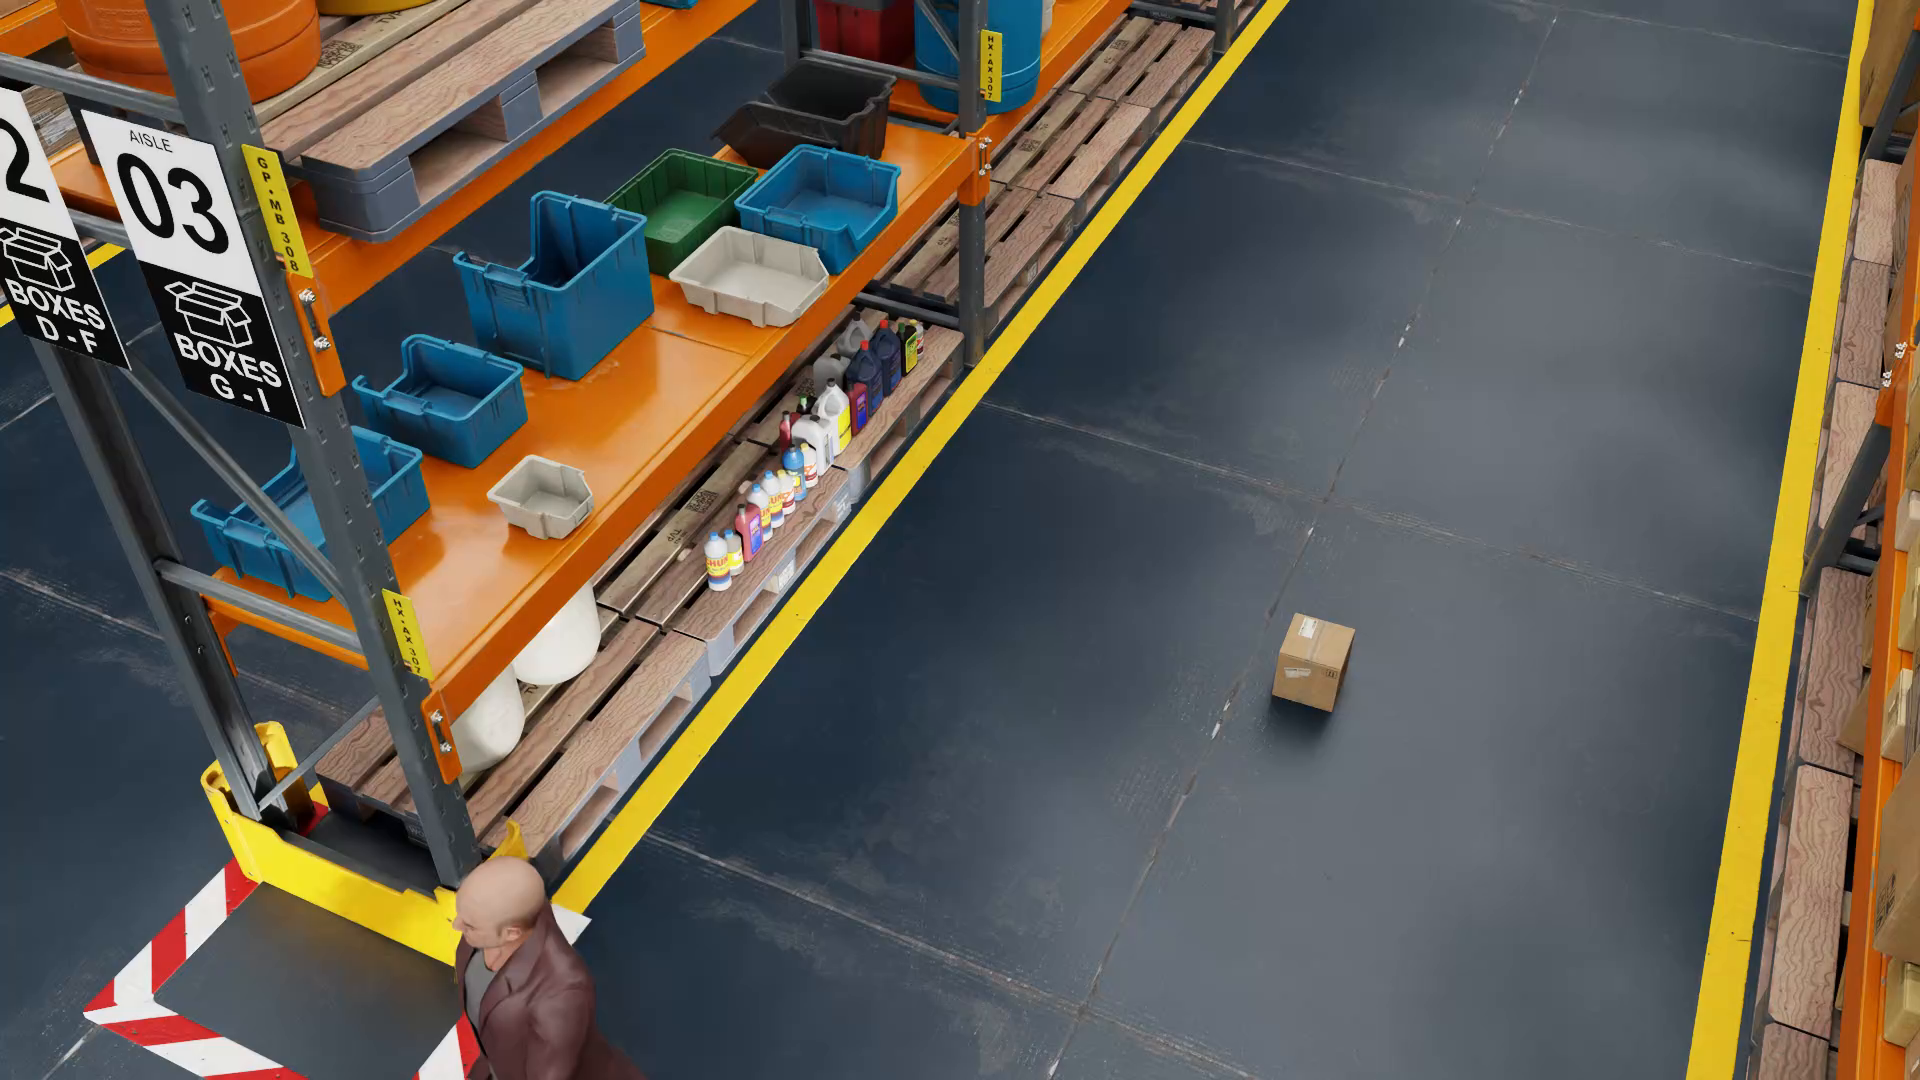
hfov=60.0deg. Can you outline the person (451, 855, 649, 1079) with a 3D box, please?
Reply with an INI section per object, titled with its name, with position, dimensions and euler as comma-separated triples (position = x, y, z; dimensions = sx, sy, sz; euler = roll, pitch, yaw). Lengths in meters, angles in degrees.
[person]
position = -1.204, 1.491, 4.451
dimensions = 1.060, 1.733, 0.585
euler = -29, 49, -29
